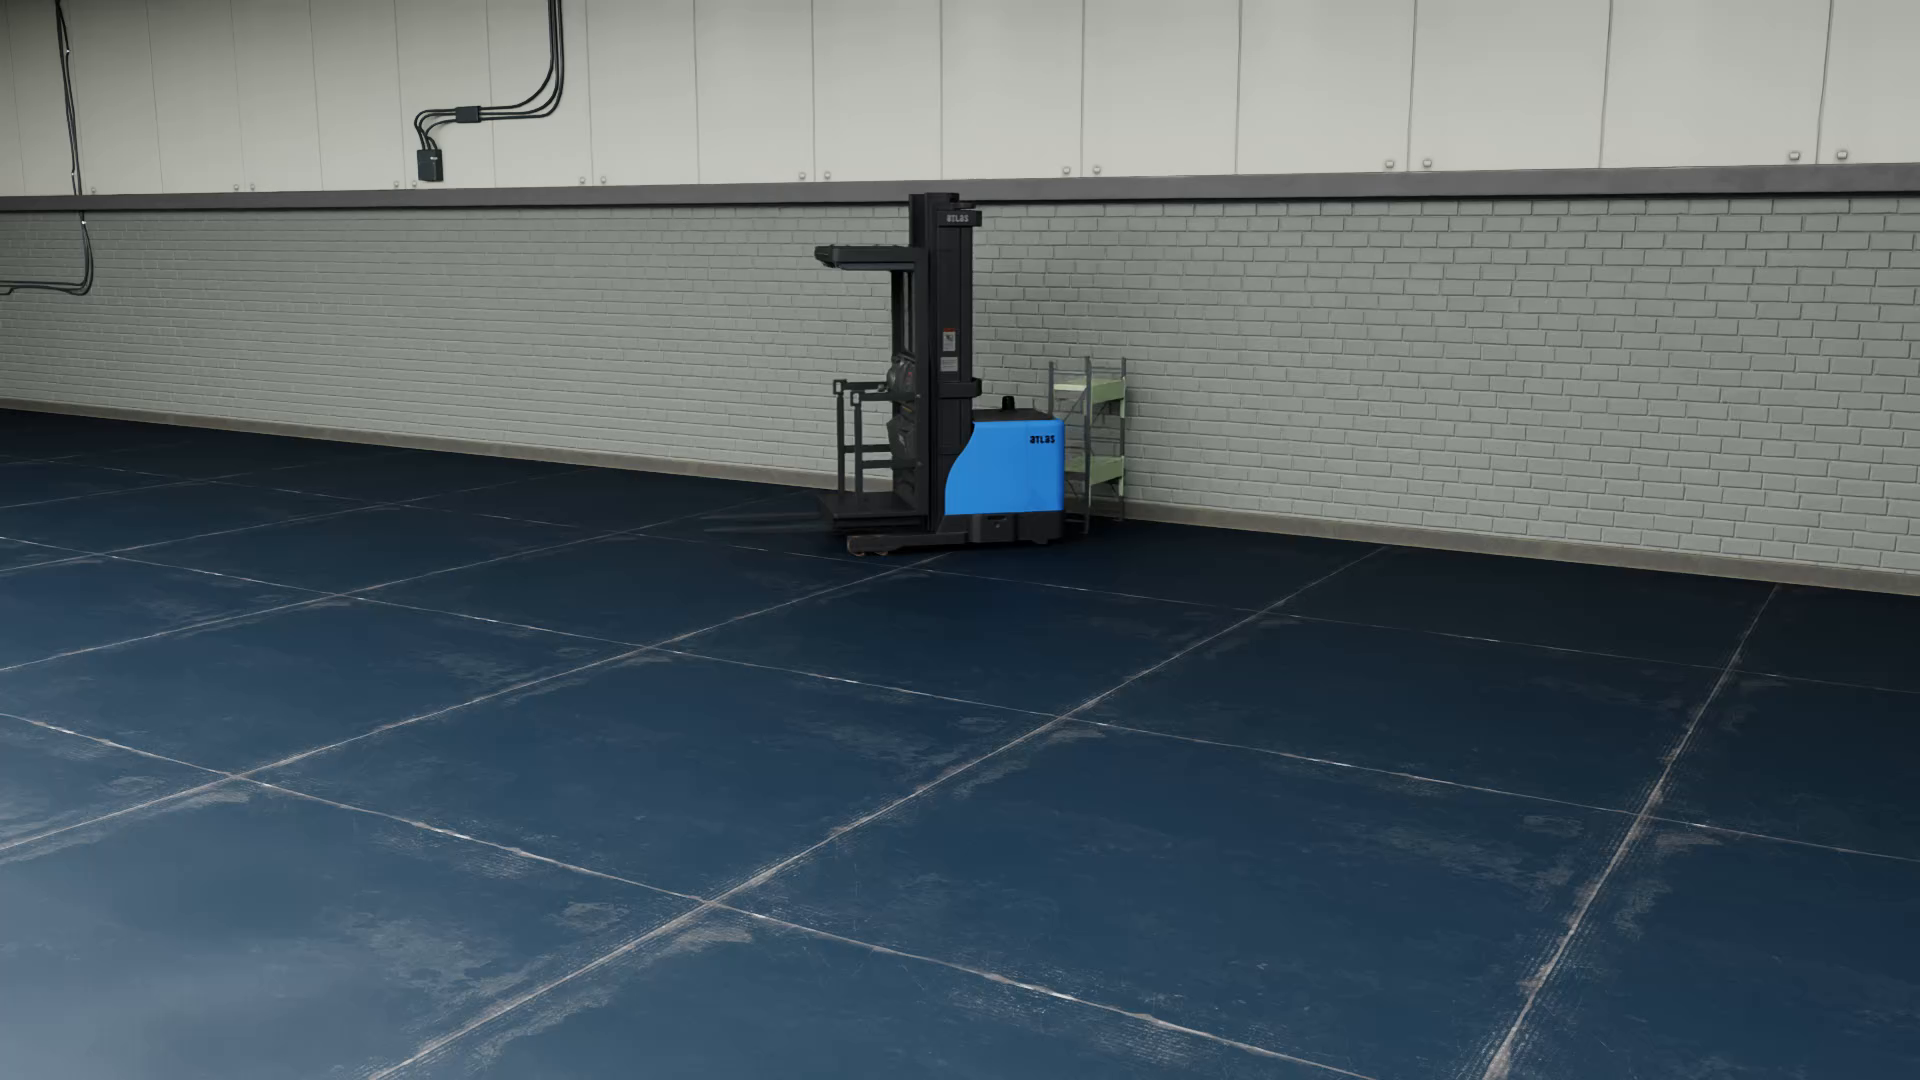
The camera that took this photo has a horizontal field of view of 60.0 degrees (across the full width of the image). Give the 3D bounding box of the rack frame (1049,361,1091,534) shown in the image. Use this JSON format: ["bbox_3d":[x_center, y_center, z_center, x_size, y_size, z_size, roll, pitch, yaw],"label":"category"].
[{"bbox_3d":[0.960,-0.812,14.628,0.400,1.500,0.023,6,12,29],"label":"rack frame"}]

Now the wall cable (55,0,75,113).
[{"bbox_3d":[-11.131,-6.990,21.967,3.097,2.526,0.112,6,12,31],"label":"wall cable"}]

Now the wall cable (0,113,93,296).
[{"bbox_3d":[-13.443,-4.766,23.813,3.097,2.526,0.112,6,12,31],"label":"wall cable"}]

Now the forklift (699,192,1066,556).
[{"bbox_3d":[-0.675,-1.416,13.966,3.031,2.935,1.130,-2,11,-12],"label":"forklift"}]

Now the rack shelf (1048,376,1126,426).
[{"bbox_3d":[1.141,-1.254,14.868,0.431,0.370,0.720,6,12,29],"label":"rack shelf"}]

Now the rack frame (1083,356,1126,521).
[{"bbox_3d":[1.321,-0.929,15.253,0.400,1.500,0.023,6,12,29],"label":"rack frame"}]

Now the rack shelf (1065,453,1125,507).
[{"bbox_3d":[1.140,-0.550,15.000,0.431,0.370,0.720,6,12,29],"label":"rack shelf"}]

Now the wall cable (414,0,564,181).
[{"bbox_3d":[-5.338,-7.055,18.356,2.305,6.003,0.169,6,12,31],"label":"wall cable"}]

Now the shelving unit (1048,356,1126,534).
[{"bbox_3d":[1.140,-0.870,14.940,0.431,1.500,0.755,6,12,29],"label":"shelving unit"}]
